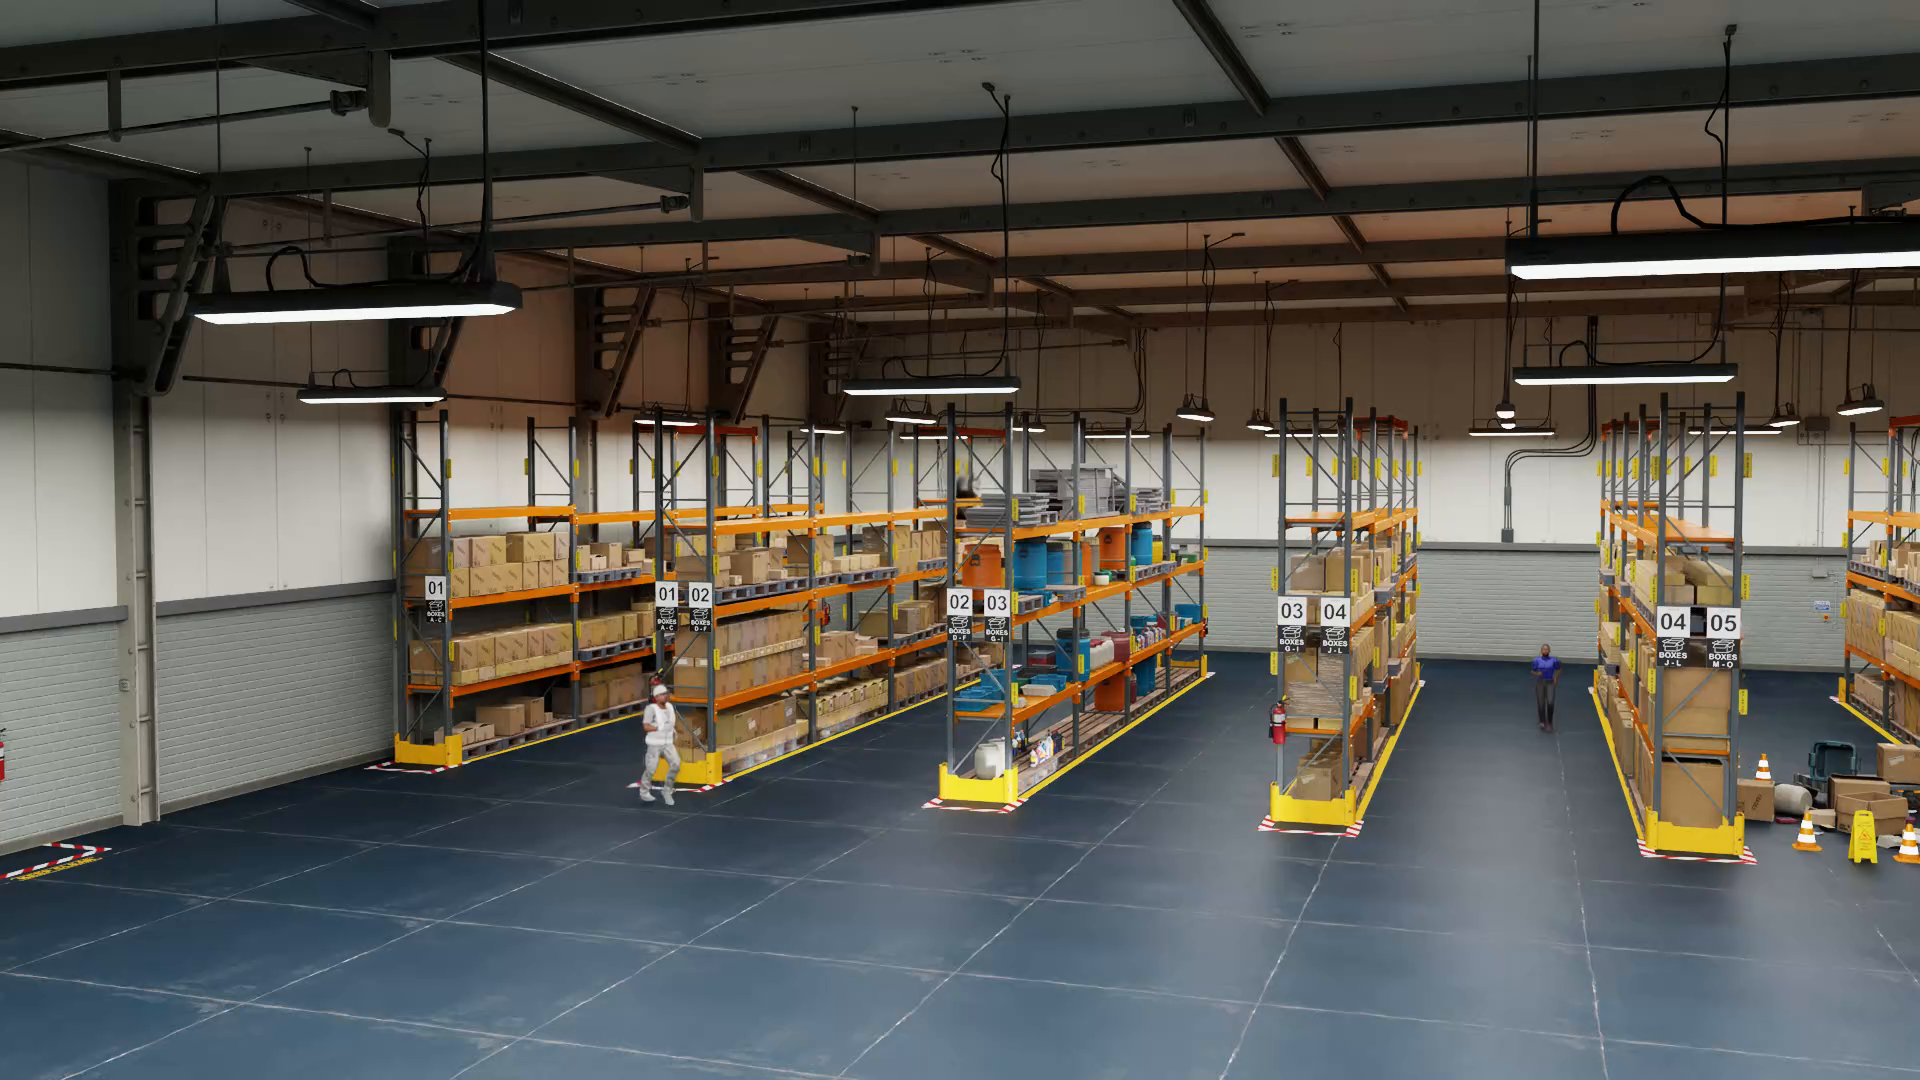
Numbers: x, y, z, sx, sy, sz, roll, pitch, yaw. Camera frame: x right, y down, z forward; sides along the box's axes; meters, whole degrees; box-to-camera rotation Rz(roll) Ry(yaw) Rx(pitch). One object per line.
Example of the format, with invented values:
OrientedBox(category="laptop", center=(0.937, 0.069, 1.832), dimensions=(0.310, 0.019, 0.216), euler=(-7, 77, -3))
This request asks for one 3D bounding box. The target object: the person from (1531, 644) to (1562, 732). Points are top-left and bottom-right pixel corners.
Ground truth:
OrientedBox(category="person", center=(11.181, 2.826, 31.728), dimensions=(0.555, 1.683, 0.660), euler=(1, 3, 20))

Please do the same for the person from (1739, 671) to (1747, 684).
OrientedBox(category="person", center=(17.289, 2.518, 37.505), dimensions=(0.887, 1.780, 0.664), euler=(1, 3, 18))

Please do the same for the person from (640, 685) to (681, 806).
OrientedBox(category="person", center=(-4.420, 3.058, 24.717), dimensions=(0.693, 1.805, 0.740), euler=(-2, 3, -44))
